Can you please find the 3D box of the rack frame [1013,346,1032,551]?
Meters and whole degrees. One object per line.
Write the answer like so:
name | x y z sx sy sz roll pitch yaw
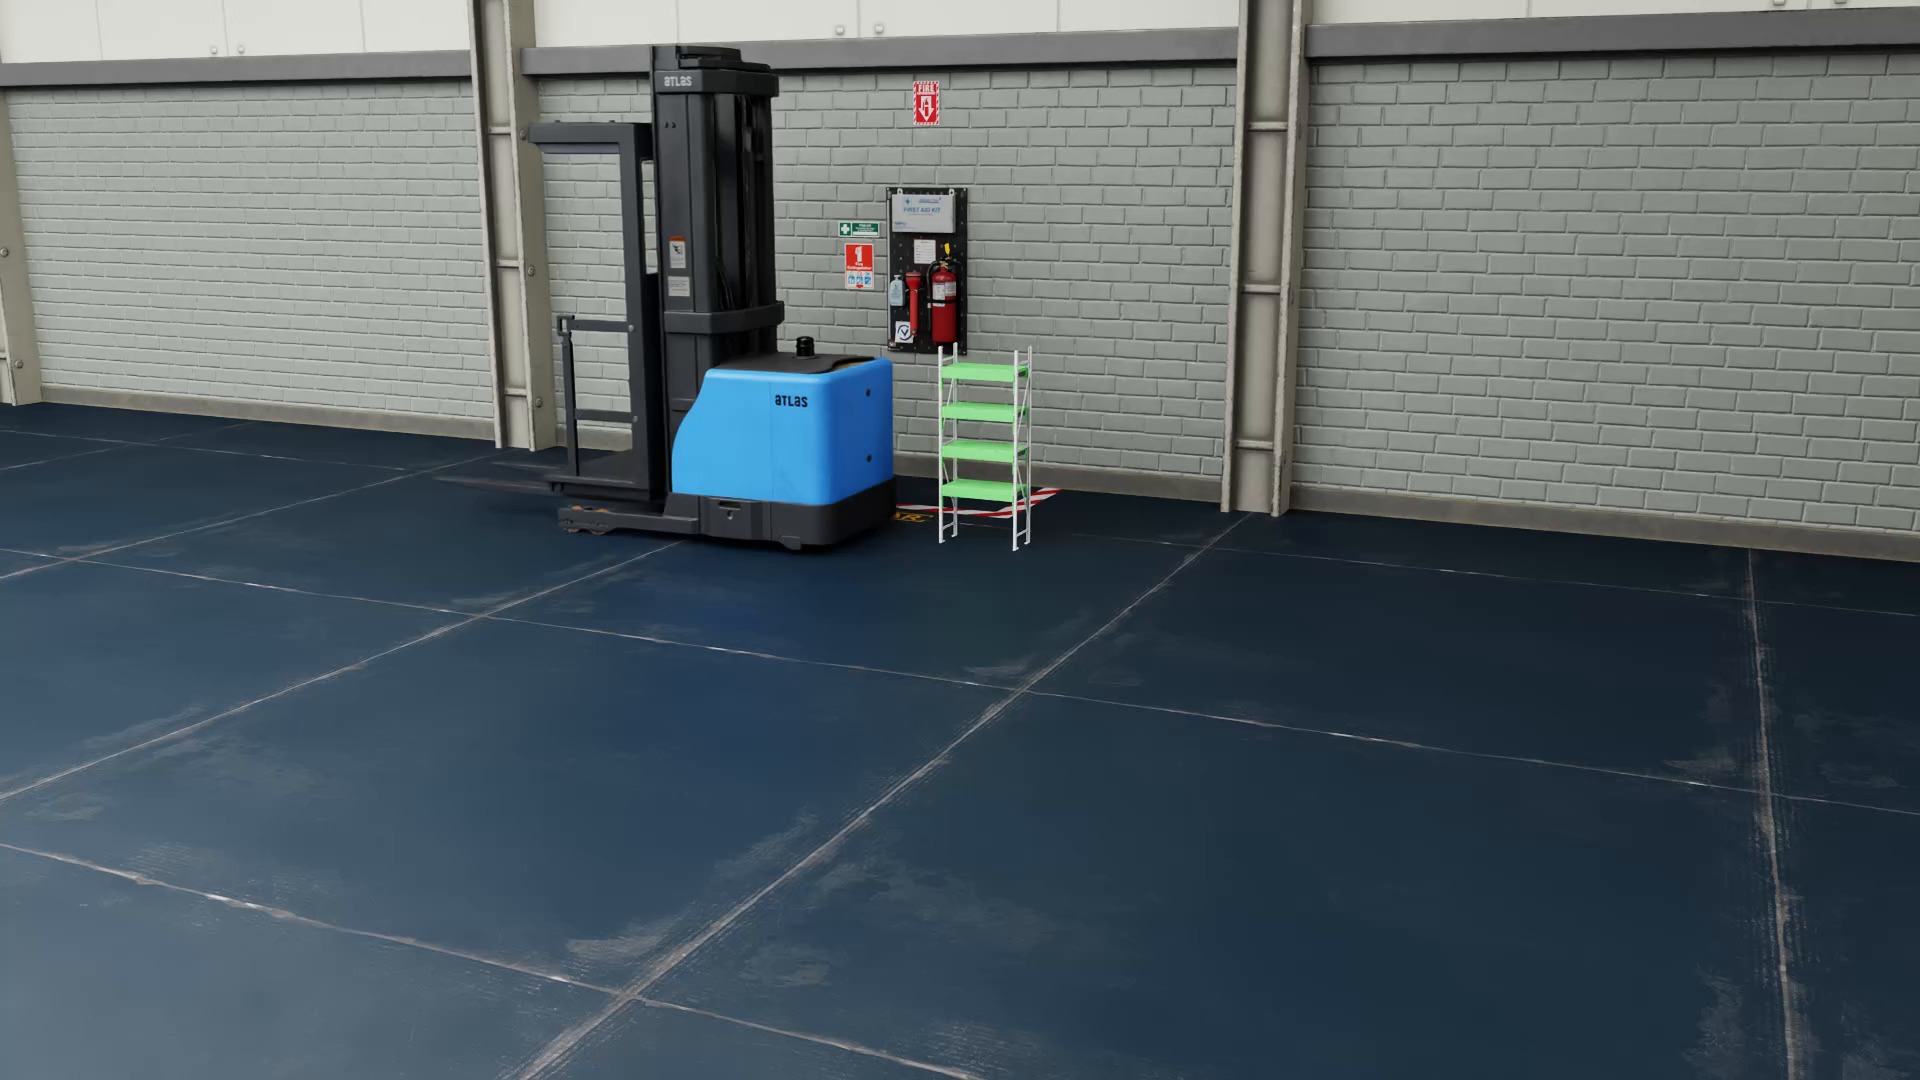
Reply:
rack frame | 0.374 -0.546 9.956 0.015 1.200 0.240 6 14 23

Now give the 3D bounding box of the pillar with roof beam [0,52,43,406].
pillar with roof beam | -10.740 -4.796 10.995 0.400 9.000 9.100 6 14 23

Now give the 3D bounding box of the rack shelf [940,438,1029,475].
rack shelf | 0.151 -0.507 10.067 0.480 0.148 0.258 6 14 23

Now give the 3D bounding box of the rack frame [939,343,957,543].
rack frame | -0.072 -0.591 10.149 0.015 1.200 0.240 6 14 23

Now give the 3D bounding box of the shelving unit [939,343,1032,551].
shelving unit | 0.151 -0.569 10.052 0.503 1.200 0.258 6 14 23

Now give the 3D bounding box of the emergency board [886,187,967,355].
emergency board | -0.269 -1.901 11.788 0.643 1.169 0.194 6 14 23

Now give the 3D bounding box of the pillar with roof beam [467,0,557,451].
pillar with roof beam | -5.254 -4.241 8.629 0.400 9.000 9.100 6 14 23

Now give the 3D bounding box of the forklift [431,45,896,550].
forklift | -1.979 -1.560 10.486 3.031 2.935 1.130 5 14 21

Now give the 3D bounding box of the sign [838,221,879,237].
sign | -0.732 -2.246 12.024 0.331 0.109 0.001 6 14 23

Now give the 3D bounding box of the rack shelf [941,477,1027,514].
rack shelf | 0.151 -0.273 10.122 0.480 0.148 0.258 6 14 23

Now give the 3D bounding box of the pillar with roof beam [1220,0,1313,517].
pillar with roof beam | 0.232 -3.685 6.263 0.400 9.000 9.100 6 14 23

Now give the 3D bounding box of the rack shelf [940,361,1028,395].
rack shelf | 0.151 -0.974 9.957 0.480 0.148 0.258 6 14 23

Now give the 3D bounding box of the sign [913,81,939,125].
sign | -0.236 -3.051 11.615 0.199 0.298 0.001 6 14 23

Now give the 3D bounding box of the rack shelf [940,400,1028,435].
rack shelf | 0.151 -0.740 10.012 0.480 0.148 0.258 6 14 23

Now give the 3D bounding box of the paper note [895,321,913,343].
paper note | -0.402 -1.503 12.020 0.142 0.148 0.016 6 14 23

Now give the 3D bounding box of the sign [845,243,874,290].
sign | -0.732 -1.991 12.094 0.234 0.329 0.001 6 14 23
